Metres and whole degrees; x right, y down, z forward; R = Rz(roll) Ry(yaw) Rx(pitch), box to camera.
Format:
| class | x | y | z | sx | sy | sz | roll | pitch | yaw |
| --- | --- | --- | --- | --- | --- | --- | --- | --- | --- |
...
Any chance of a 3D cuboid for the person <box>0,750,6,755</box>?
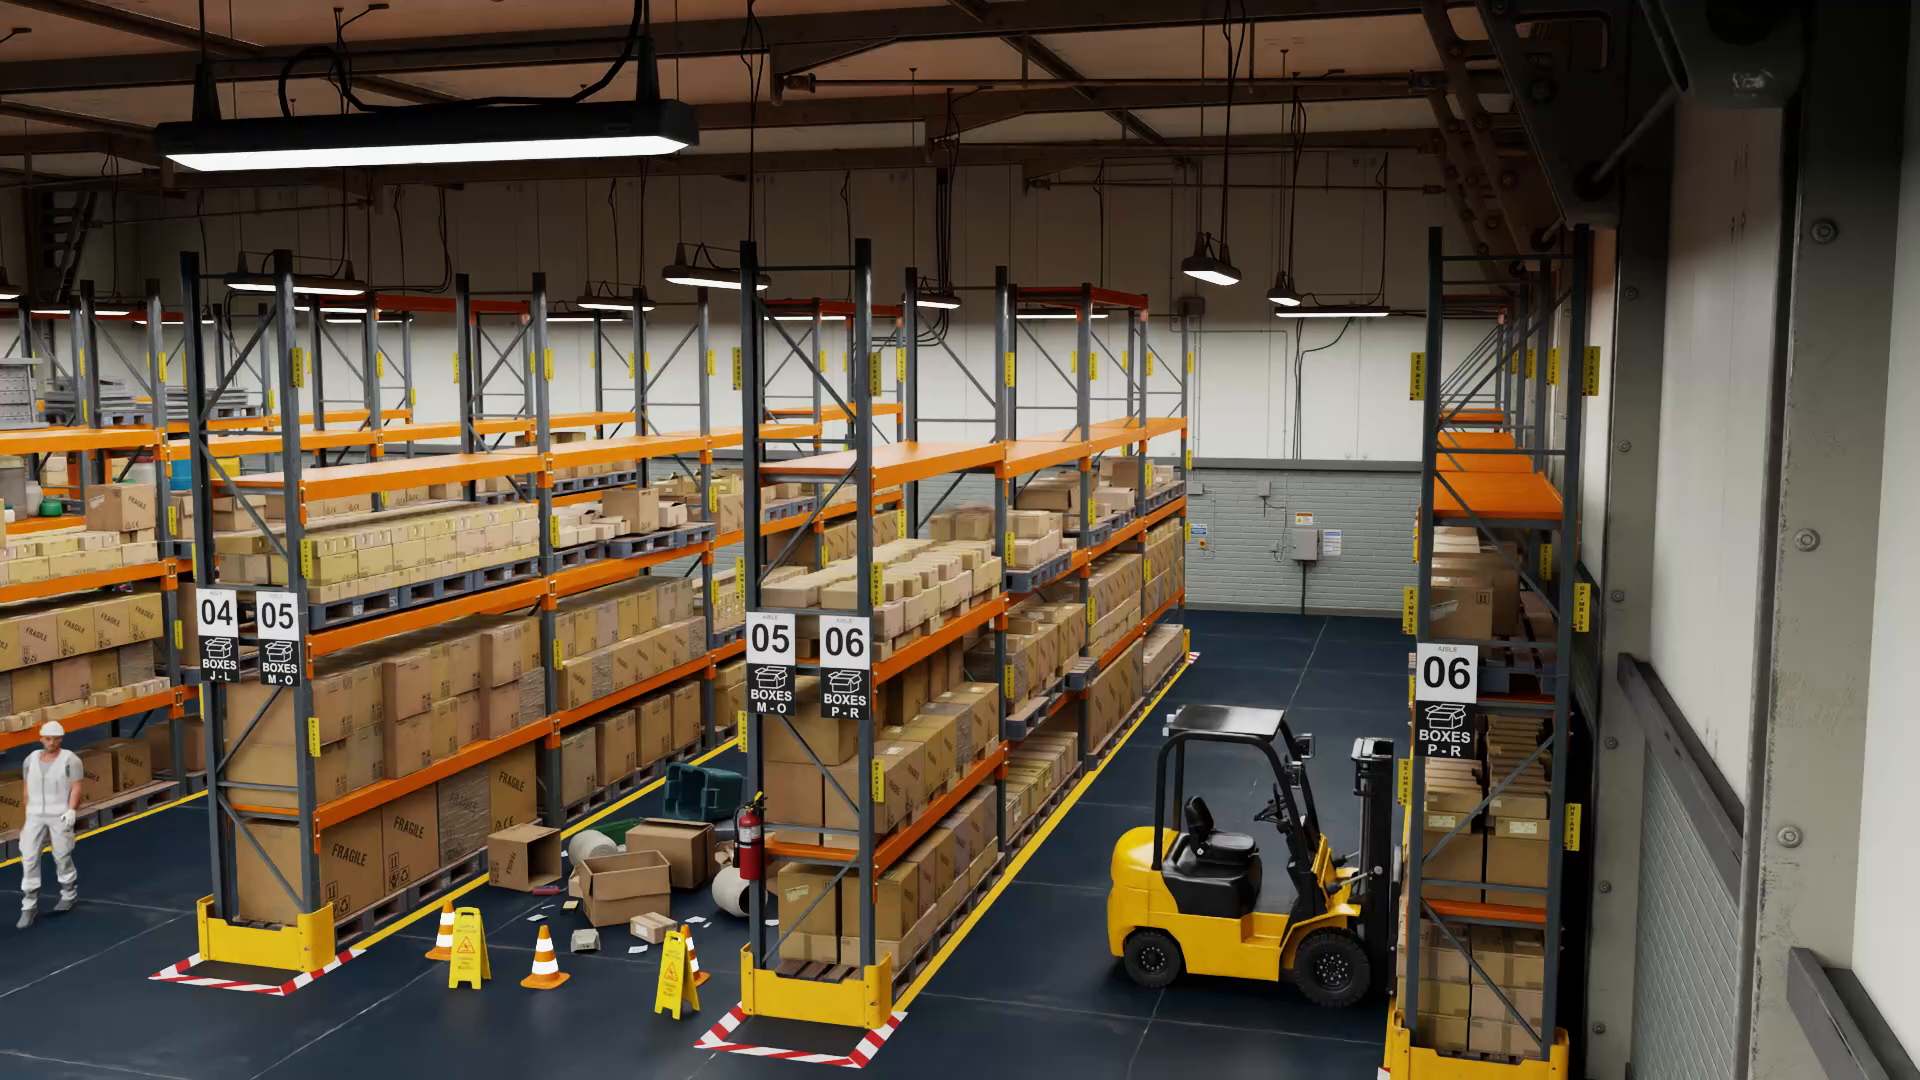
| class | x | y | z | sx | sy | sz | roll | pitch | yaw |
| --- | --- | --- | --- | --- | --- | --- | --- | --- | --- |
| person | -12.276 | 2.023 | 20.806 | 0.448 | 1.606 | 1.009 | 0 | 6 | 0 |

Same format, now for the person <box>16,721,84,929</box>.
| class | x | y | z | sx | sy | sz | roll | pitch | yaw |
| --- | --- | --- | --- | --- | --- | --- | --- | --- | --- |
| person | -8.383 | 2.596 | 15.260 | 0.550 | 1.818 | 0.668 | -1 | 6 | -9 |
